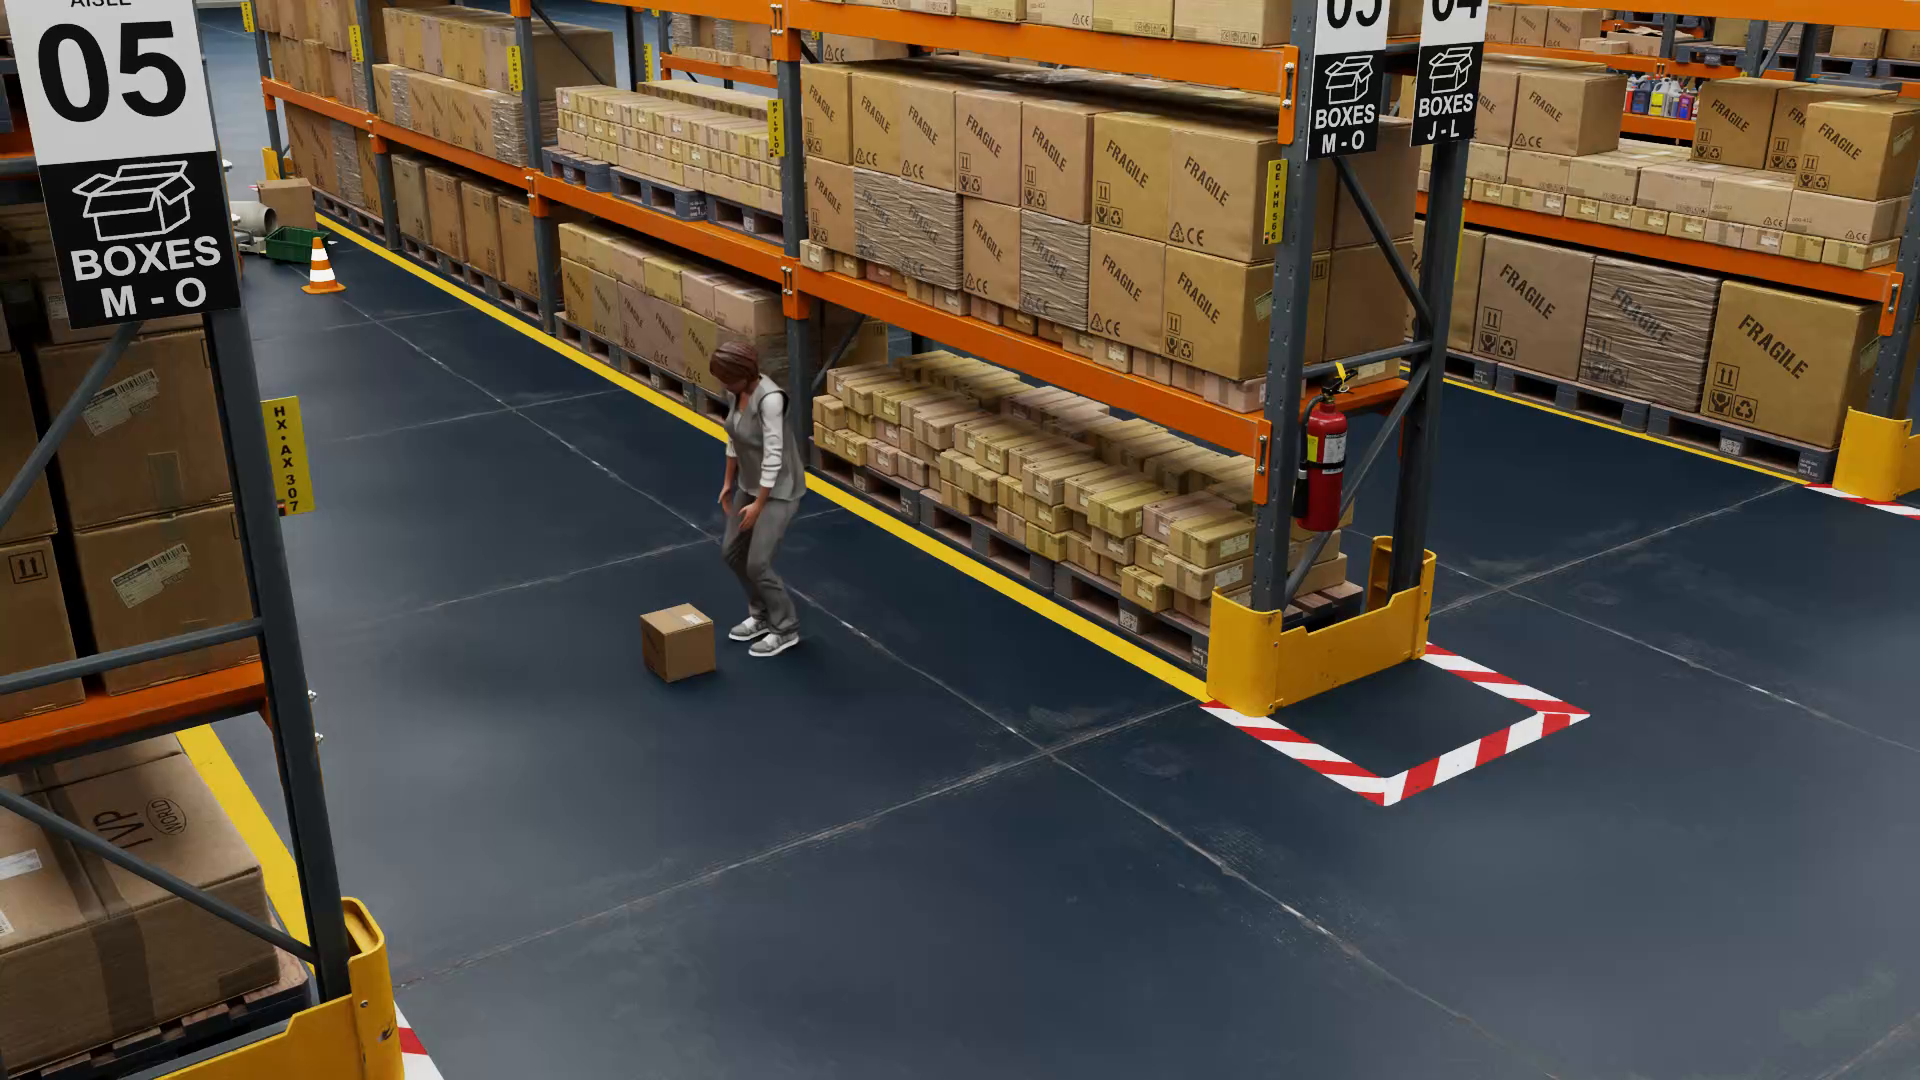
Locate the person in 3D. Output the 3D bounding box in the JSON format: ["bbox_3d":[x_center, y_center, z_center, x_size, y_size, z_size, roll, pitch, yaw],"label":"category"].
[{"bbox_3d":[-0.923,-0.203,7.719,0.437,1.526,0.437,-14,26,-32],"label":"person"}]
